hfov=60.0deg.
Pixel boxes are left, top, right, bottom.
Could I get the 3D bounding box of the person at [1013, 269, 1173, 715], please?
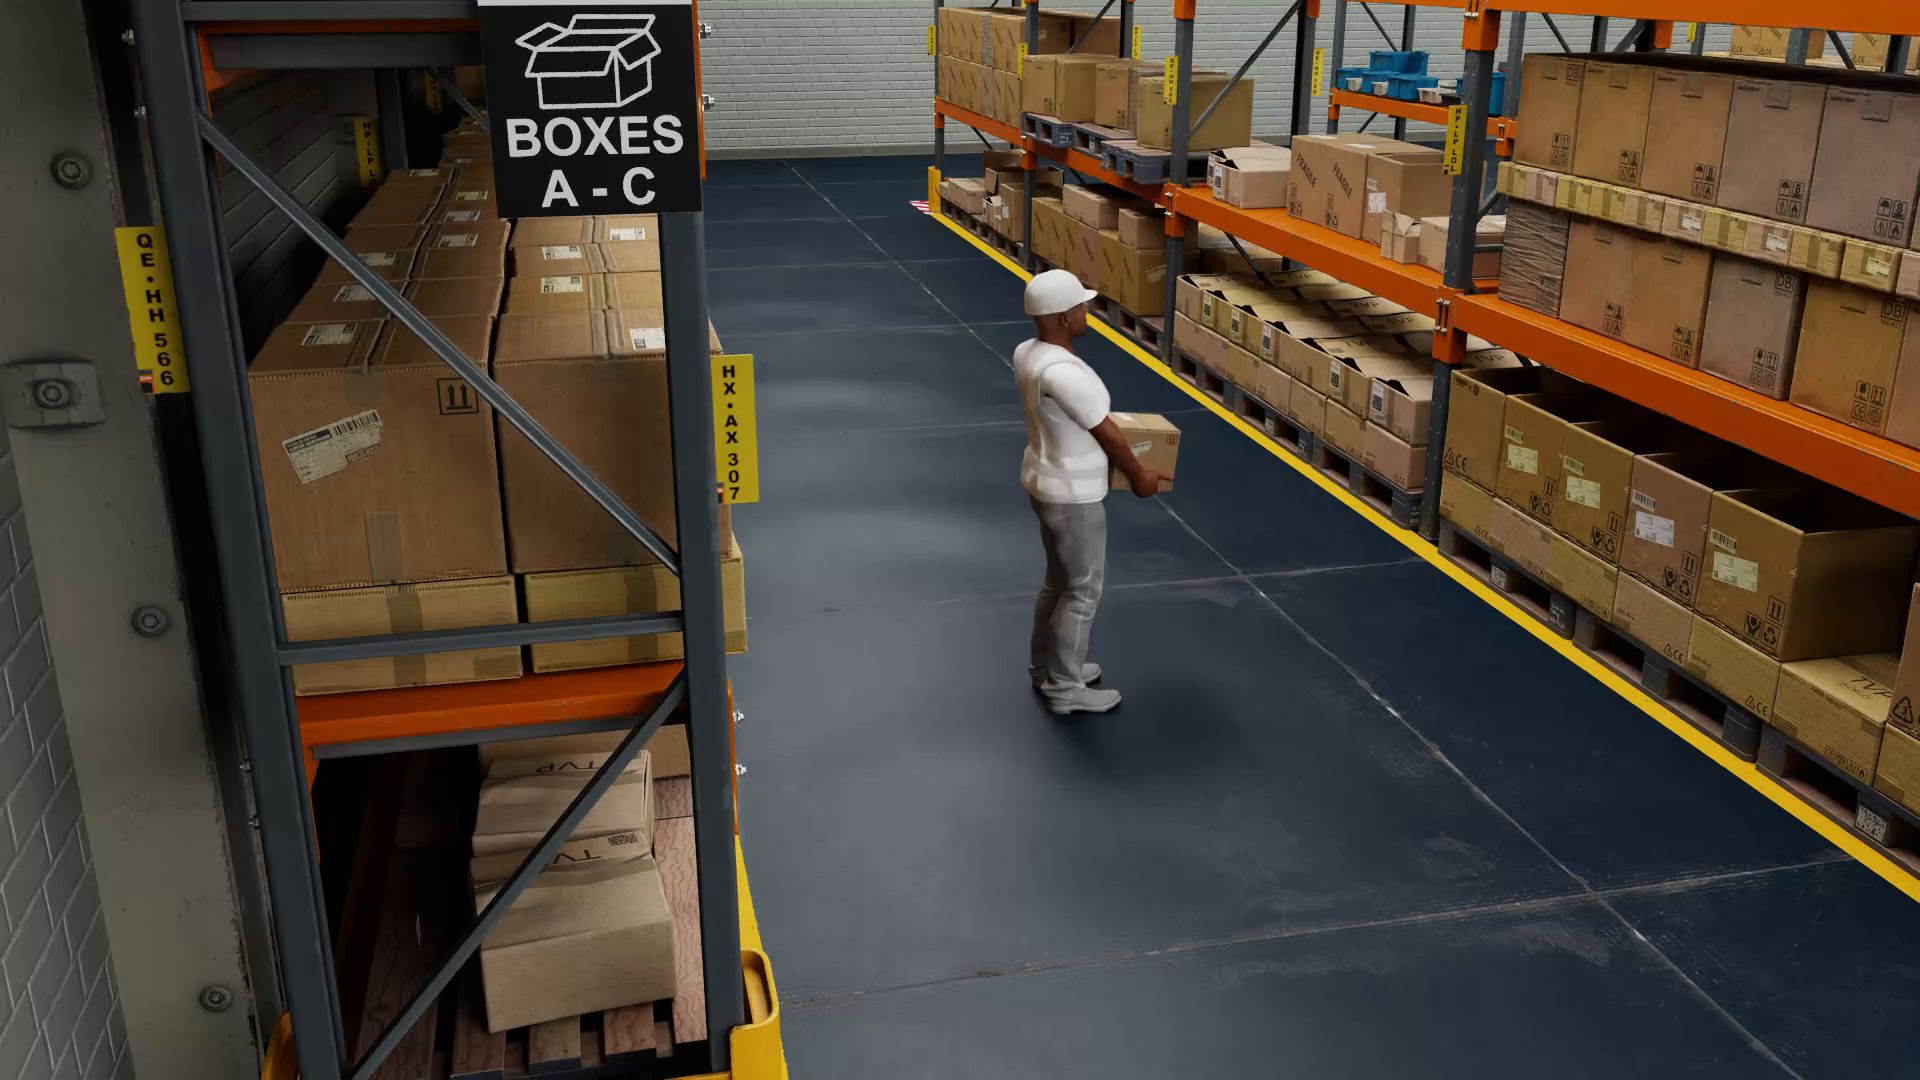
[{"bbox_3d":[0.518,-0.200,6.607,0.586,1.760,0.503,-4,20,-11],"label":"person"}]
